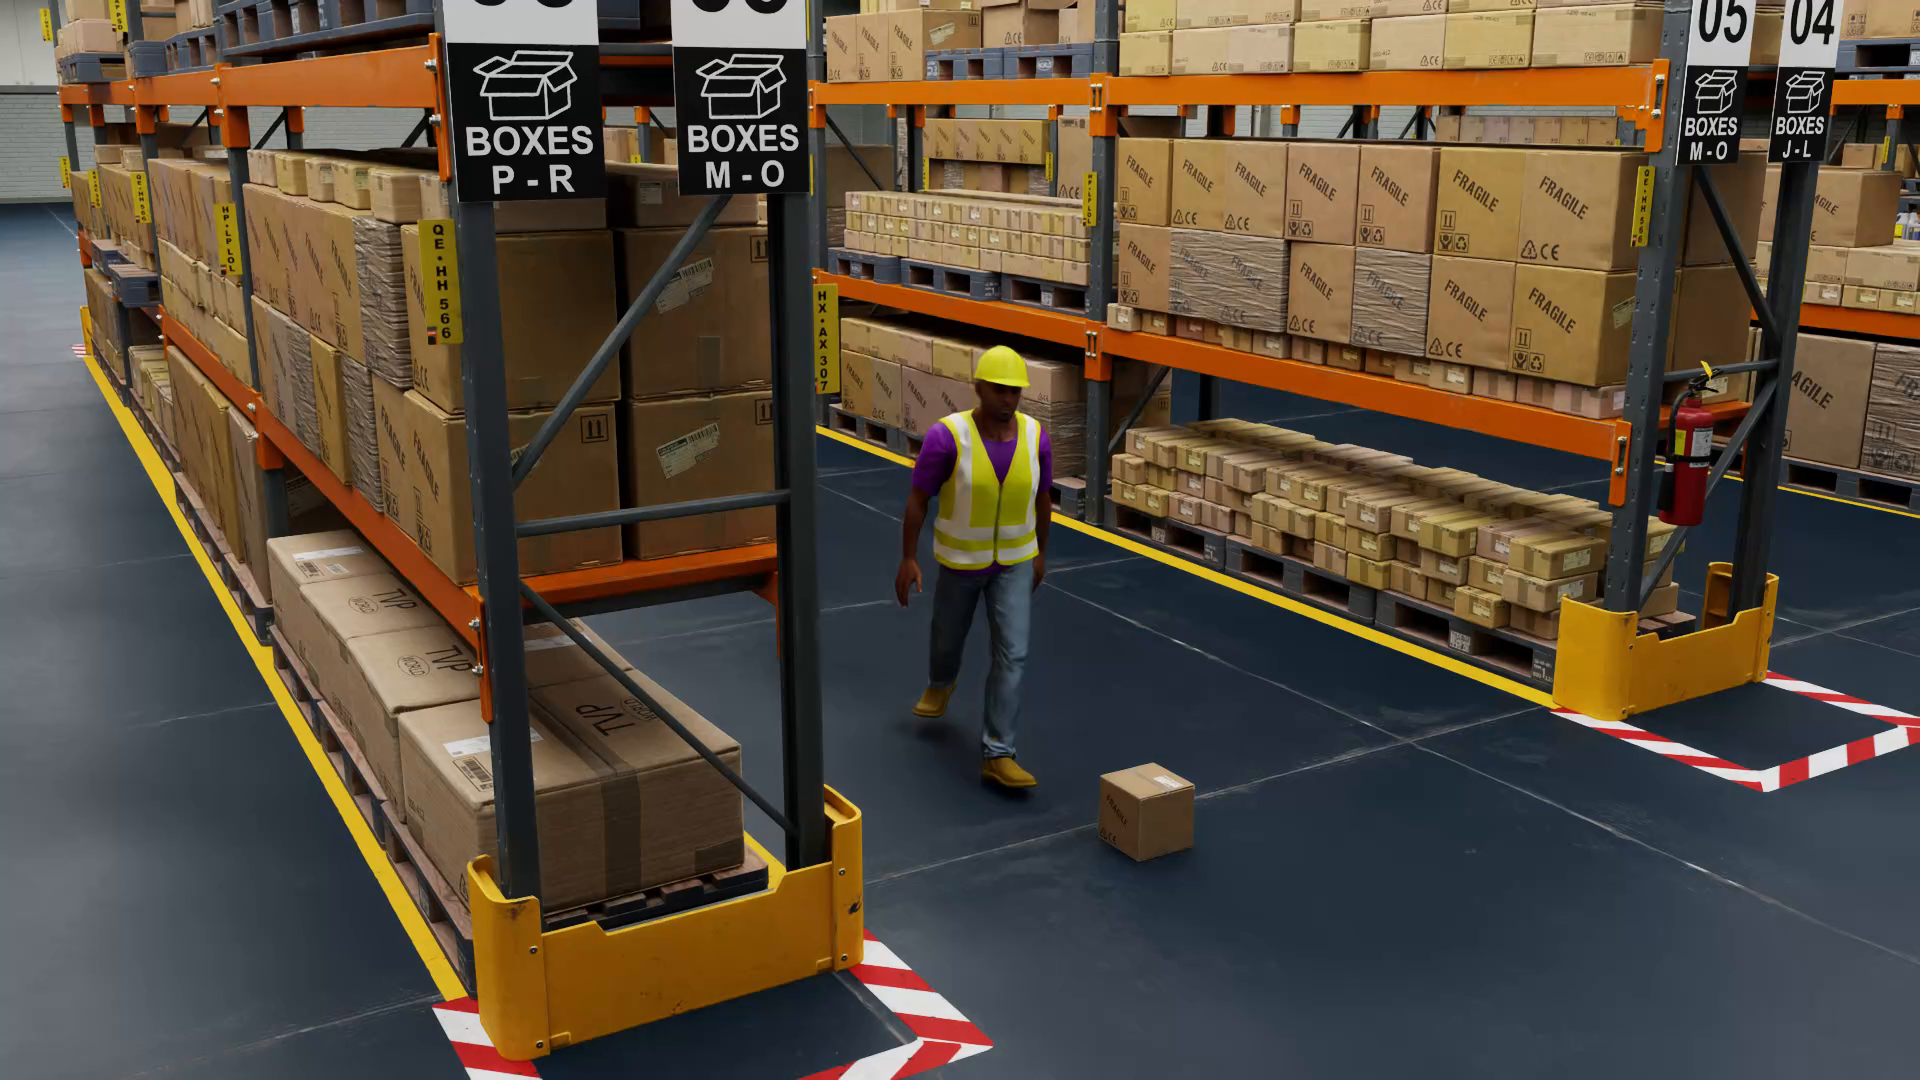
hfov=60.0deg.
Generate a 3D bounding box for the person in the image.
[{"bbox_3d":[0.054,0.064,6.755,0.682,1.727,1.029,-4,15,-15],"label":"person"}]
